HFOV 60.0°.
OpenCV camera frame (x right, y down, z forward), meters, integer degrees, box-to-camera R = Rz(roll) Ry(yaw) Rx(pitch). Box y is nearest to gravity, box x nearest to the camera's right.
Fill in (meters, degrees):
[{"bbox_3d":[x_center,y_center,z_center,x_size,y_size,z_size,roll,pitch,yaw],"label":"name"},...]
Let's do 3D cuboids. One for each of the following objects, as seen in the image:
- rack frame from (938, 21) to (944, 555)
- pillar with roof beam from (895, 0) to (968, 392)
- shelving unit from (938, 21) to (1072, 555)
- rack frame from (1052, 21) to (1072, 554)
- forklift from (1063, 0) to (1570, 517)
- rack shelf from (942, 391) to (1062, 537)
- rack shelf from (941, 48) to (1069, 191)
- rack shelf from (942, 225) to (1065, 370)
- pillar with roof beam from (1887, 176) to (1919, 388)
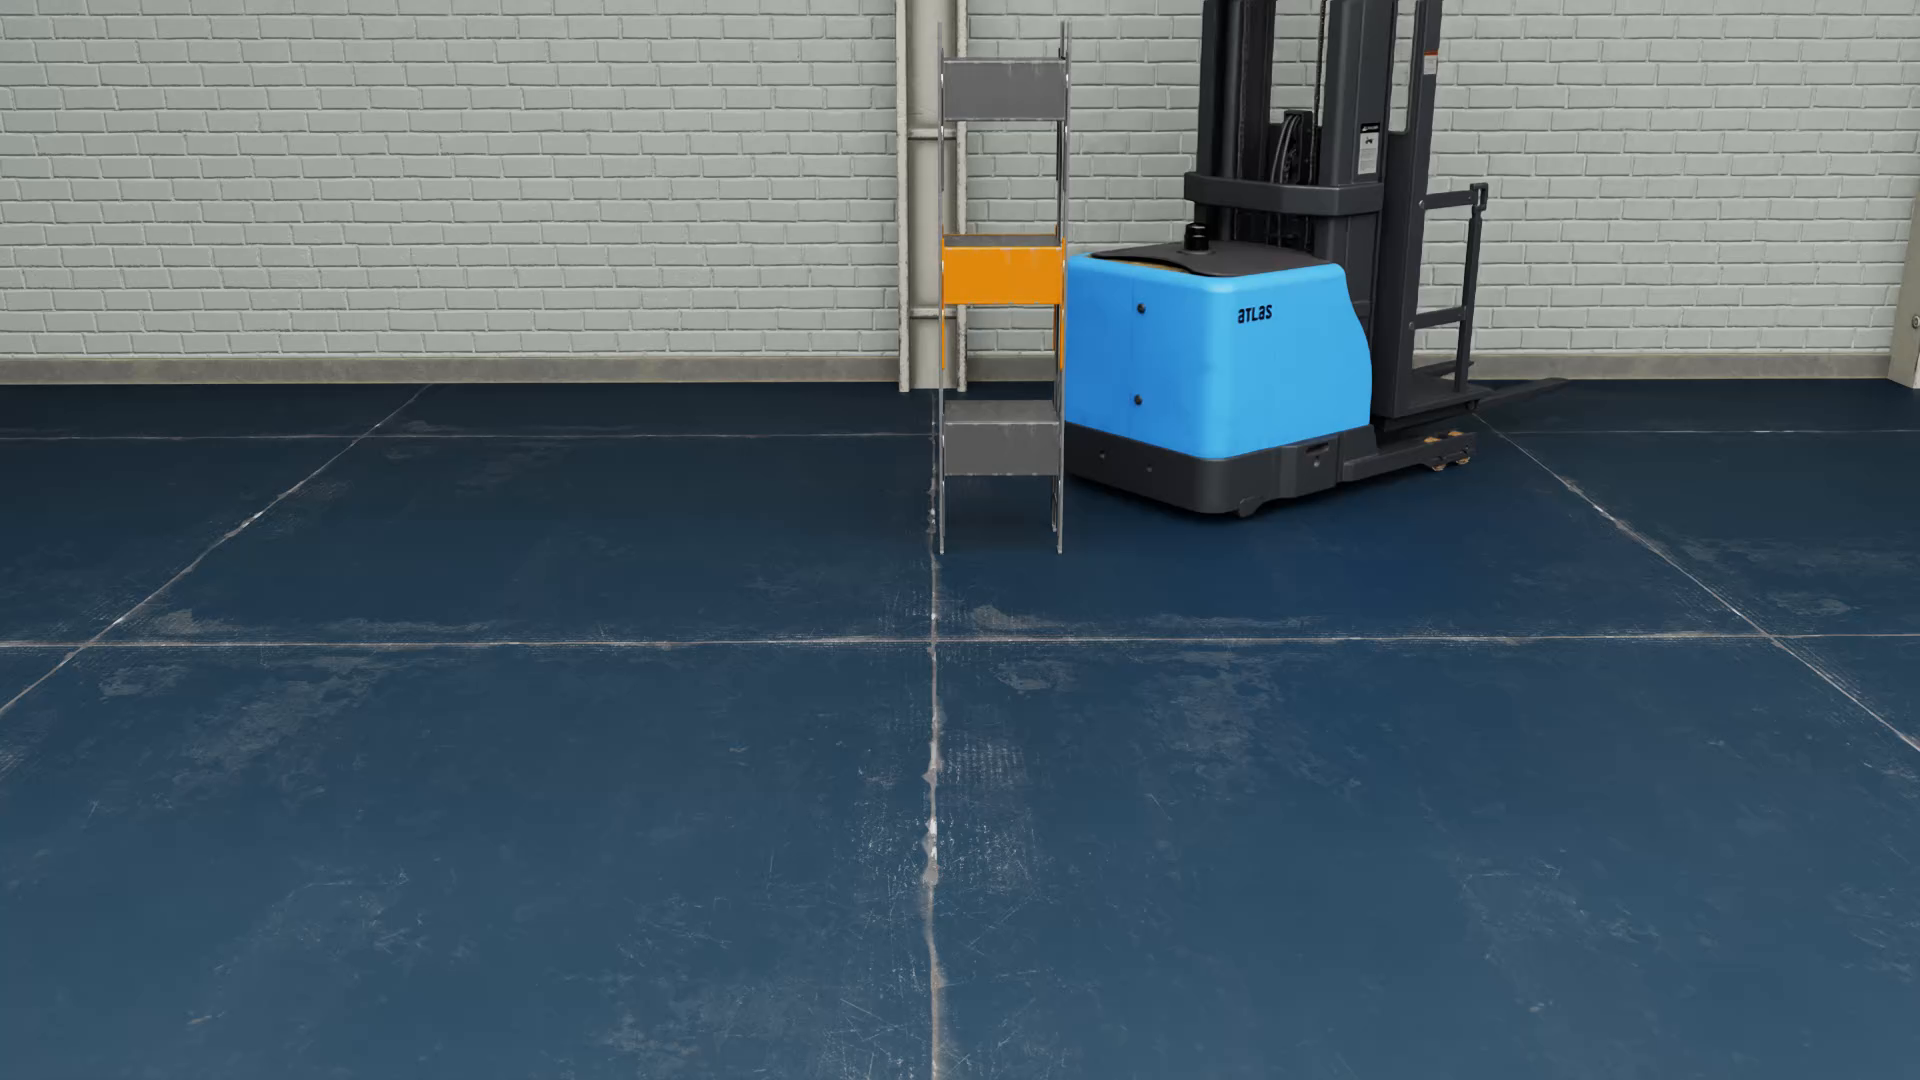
[{"bbox_3d":[-0.078,-0.999,6.726,0.015,2.100,0.400,0,18,-1],"label":"rack frame"},{"bbox_3d":[-0.092,-3.889,4.437,0.400,9.000,9.100,0,18,-1],"label":"pillar with roof beam"},{"bbox_3d":[0.166,-1.001,6.729,0.503,2.100,0.431,0,18,-1],"label":"shelving unit"},{"bbox_3d":[0.409,-1.002,6.733,0.015,2.100,0.400,0,18,-1],"label":"rack frame"},{"bbox_3d":[1.924,-1.841,7.988,3.031,2.935,1.130,-14,22,-37],"label":"forklift"},{"bbox_3d":[0.166,-0.321,6.947,0.480,0.518,0.431,0,18,-1],"label":"rack shelf"},{"bbox_3d":[0.166,-1.654,6.520,0.480,0.518,0.431,0,18,-1],"label":"rack shelf"},{"bbox_3d":[0.166,-0.988,6.733,0.480,0.518,0.431,0,18,-1],"label":"rack shelf"},{"bbox_3d":[5.907,-3.918,4.528,0.400,9.000,9.100,0,18,-1],"label":"pillar with roof beam"}]
